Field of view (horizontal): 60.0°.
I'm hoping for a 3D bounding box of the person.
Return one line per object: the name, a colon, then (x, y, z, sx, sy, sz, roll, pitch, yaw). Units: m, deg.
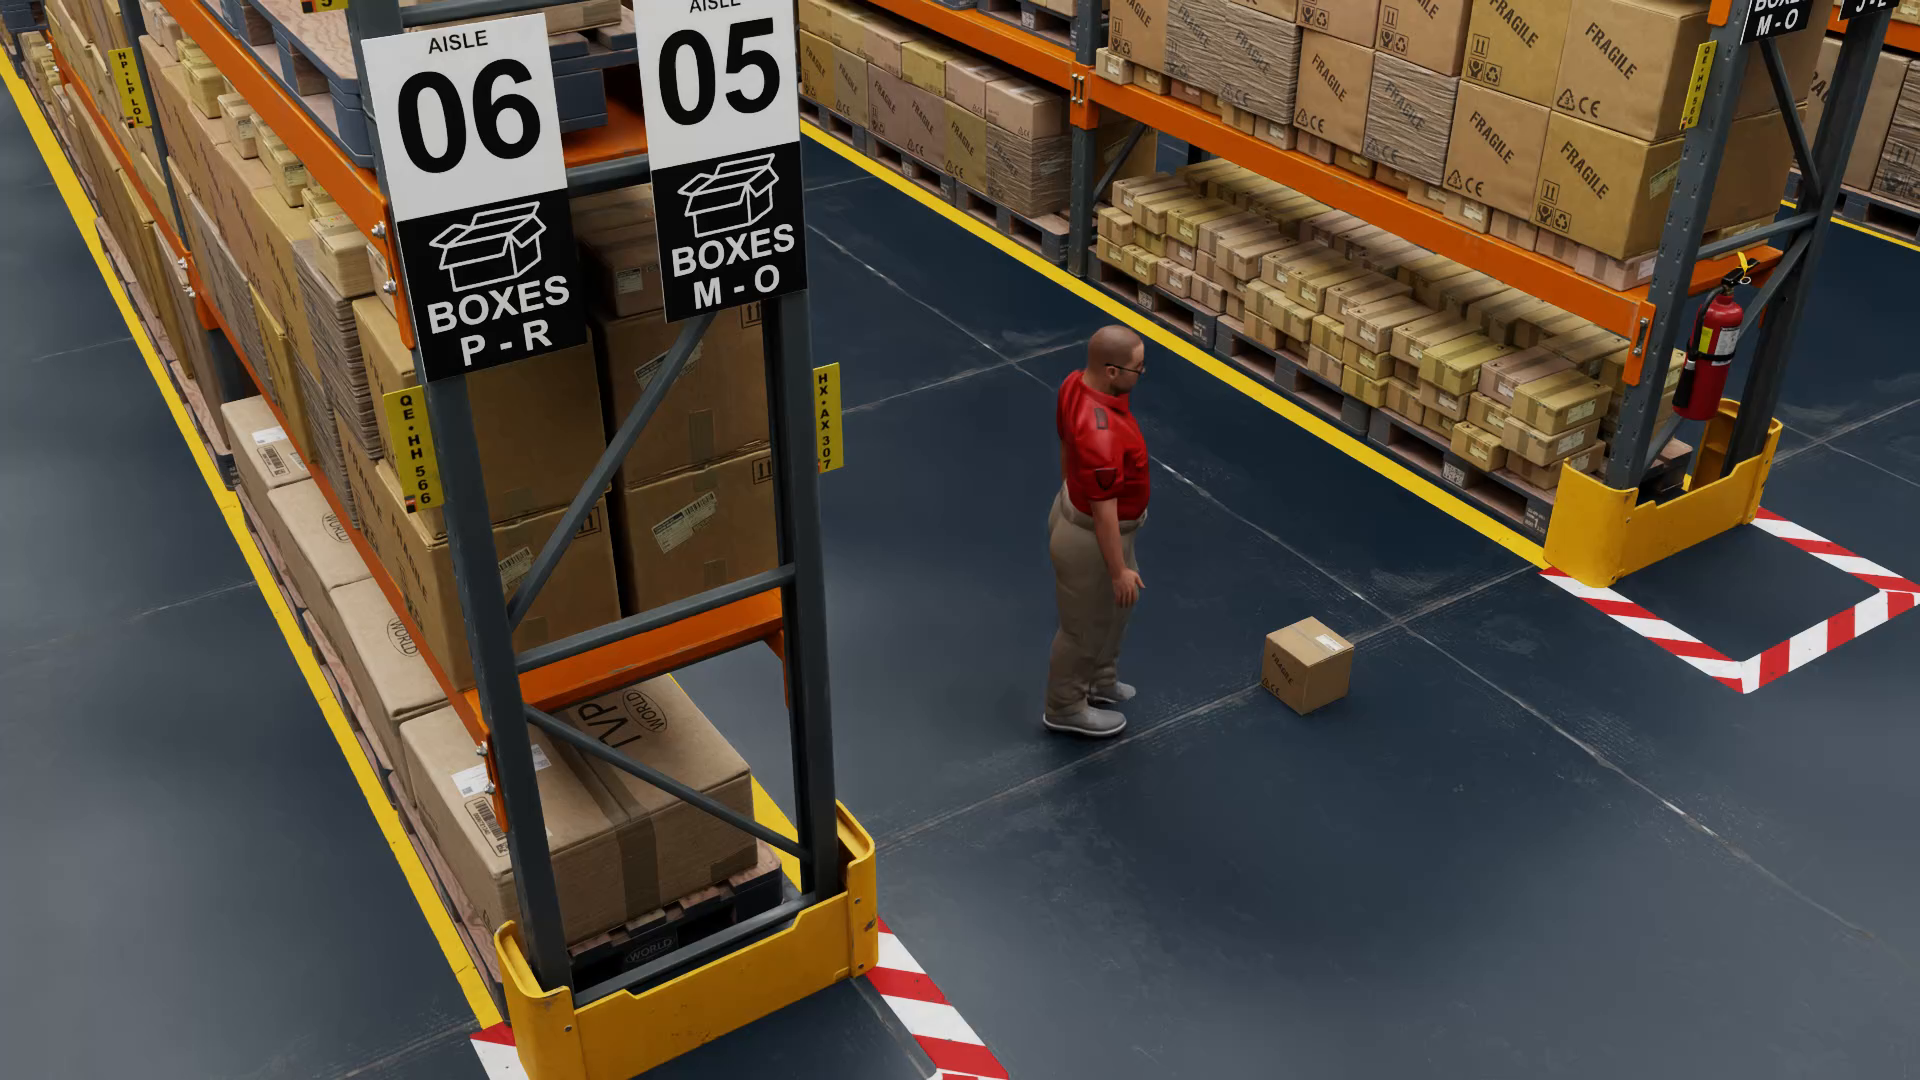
person: (0.535, 0.024, 6.159, 0.419, 1.798, 0.553, 0, 32, 0)
